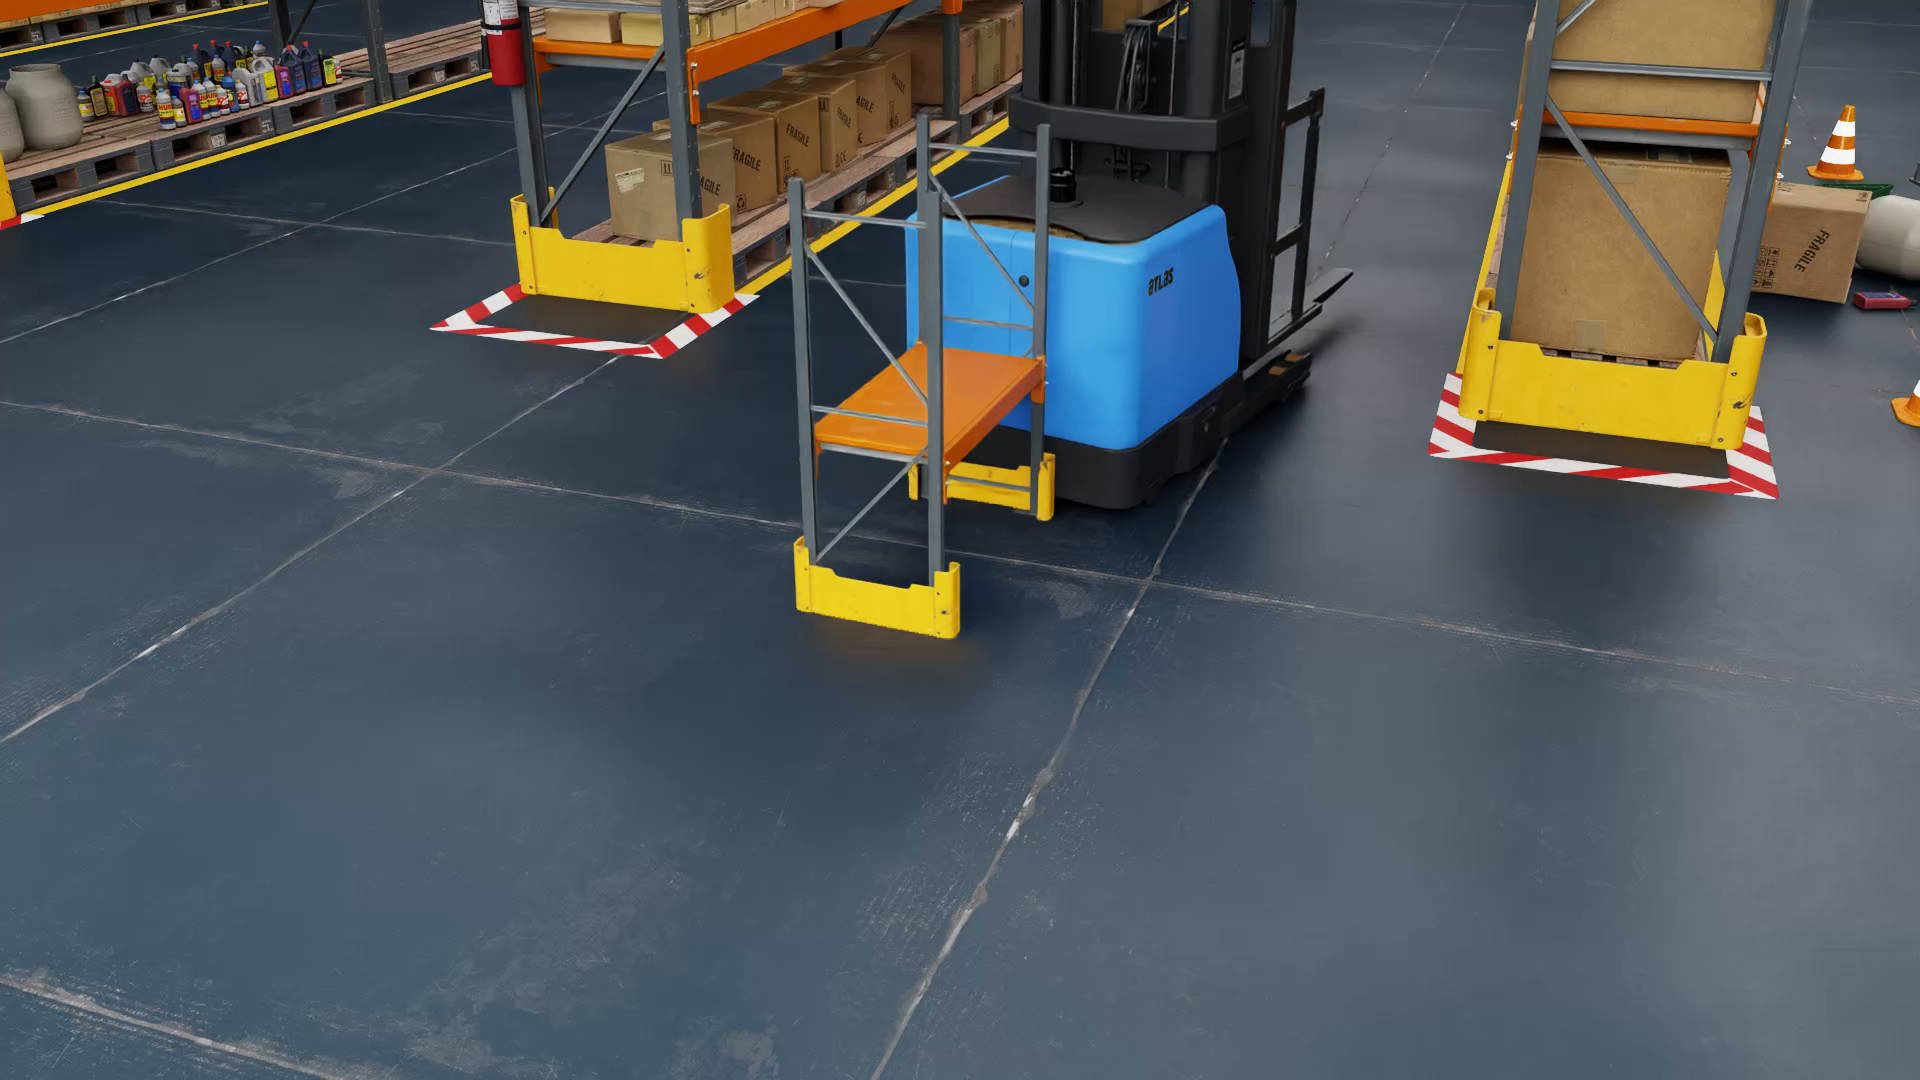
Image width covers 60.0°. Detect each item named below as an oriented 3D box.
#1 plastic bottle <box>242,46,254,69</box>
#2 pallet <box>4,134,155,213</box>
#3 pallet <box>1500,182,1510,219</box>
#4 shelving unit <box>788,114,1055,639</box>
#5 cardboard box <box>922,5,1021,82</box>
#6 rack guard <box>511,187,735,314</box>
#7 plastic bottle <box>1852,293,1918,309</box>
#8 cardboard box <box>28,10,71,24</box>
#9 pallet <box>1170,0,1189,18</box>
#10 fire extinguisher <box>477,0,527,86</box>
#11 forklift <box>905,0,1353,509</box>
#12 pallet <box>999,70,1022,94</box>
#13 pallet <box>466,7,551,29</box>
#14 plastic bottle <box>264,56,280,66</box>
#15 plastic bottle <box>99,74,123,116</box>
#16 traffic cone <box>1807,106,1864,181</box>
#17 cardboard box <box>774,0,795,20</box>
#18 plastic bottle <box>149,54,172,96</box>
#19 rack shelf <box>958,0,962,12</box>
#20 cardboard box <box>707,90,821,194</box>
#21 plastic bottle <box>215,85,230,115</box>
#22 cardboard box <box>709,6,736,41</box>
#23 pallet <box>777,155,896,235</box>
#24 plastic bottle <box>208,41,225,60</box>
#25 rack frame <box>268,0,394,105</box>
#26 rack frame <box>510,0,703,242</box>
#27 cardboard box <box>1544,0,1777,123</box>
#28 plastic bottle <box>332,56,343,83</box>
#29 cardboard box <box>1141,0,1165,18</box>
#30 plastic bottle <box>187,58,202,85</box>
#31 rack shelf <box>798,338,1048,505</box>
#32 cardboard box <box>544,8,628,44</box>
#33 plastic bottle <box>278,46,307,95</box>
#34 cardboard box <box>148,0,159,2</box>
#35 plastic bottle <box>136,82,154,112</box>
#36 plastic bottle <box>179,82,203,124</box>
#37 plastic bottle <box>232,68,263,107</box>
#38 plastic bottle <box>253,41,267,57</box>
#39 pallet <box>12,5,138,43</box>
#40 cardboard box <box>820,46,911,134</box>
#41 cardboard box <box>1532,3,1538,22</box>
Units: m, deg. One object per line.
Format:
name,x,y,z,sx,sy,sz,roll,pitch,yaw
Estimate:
plastic bottle,-5.665,-3.768,13.201,0.061,0.283,0.133,9,27,17
pallet,-6.239,-2.484,11.138,1.003,0.211,1.213,9,27,17
pallet,3.823,-1.976,10.089,1.003,0.211,1.213,9,27,17
shelving unit,-0.101,-0.605,5.778,0.587,1.500,1.083,10,27,19
cardboard box,0.093,-4.039,13.513,0.700,0.500,0.500,6,27,13
rack guard,-1.799,-1.556,8.889,1.175,0.500,0.348,9,27,17
plastic bottle,4.893,-1.264,8.790,0.283,0.061,0.133,0,26,-1
cardboard box,-9.125,-5.236,16.295,0.500,0.250,0.500,8,27,16
pallet,1.983,-5.998,18.395,1.003,0.211,1.213,9,27,17
fire extinguisher,-2.297,-2.634,8.338,0.296,0.674,0.183,9,27,17
forklift,0.969,-2.035,7.091,1.130,2.935,3.031,15,30,28
pallet,0.168,-3.861,13.983,1.003,0.211,1.213,9,27,17
pallet,-4.128,-5.087,16.515,1.003,0.211,1.213,9,27,17
plastic bottle,-5.319,-3.609,12.883,0.152,0.276,0.135,9,27,17
plastic bottle,-6.188,-3.258,12.157,0.152,0.276,0.135,9,27,18
traffic cone,6.020,-2.723,11.342,0.336,0.463,0.334,9,27,17
cardboard box,-1.153,-3.027,9.348,0.380,0.149,0.250,9,27,17
plastic bottle,-6.028,-3.493,12.558,0.144,0.351,0.185,9,27,17
rack shelf,0.172,-4.791,13.529,1.077,0.370,4.000,9,27,17
cardboard box,-1.208,-2.473,10.301,0.500,0.500,0.500,11,28,22
plastic bottle,-5.418,-3.229,12.183,0.097,0.201,0.097,0,26,0
cardboard box,-1.404,-2.719,8.712,0.380,0.149,0.250,9,27,17
pallet,-1.088,-2.254,10.663,1.003,0.211,1.213,9,27,17
plastic bottle,-5.824,-3.746,13.079,0.144,0.351,0.185,10,27,19
rack frame,-5.164,-5.011,13.158,1.000,3.000,0.127,9,27,17
rack frame,-1.825,-2.649,8.280,1.000,3.000,0.127,9,27,17
cardboard box,2.900,-2.115,7.004,0.875,0.550,0.550,9,27,17
plastic bottle,-4.991,-3.756,13.271,0.097,0.201,0.097,0,26,0
cardboard box,1.391,-5.815,16.775,1.225,0.875,0.875,9,27,18
plastic bottle,-5.901,-3.567,12.800,0.097,0.271,0.097,0,26,0
rack shelf,-0.104,-0.439,5.849,0.538,0.185,1.000,10,27,19
cardboard box,-1.924,-2.683,8.638,0.380,0.149,0.250,9,27,17
plastic bottle,-5.171,-3.632,12.844,0.144,0.351,0.185,7,27,15
cardboard box,-8.616,-5.863,17.590,0.500,0.250,0.500,8,27,17
plastic bottle,-6.018,-3.271,12.269,0.097,0.201,0.097,0,26,0
plastic bottle,-5.506,-3.133,11.892,0.061,0.283,0.133,9,27,18
plastic bottle,-5.336,-3.399,12.449,0.152,0.276,0.135,9,27,18
plastic bottle,-5.684,-3.914,13.518,0.097,0.271,0.097,0,26,0
pallet,-9.221,-5.288,16.929,1.003,0.211,1.213,9,27,17
cardboard box,-0.664,-3.199,11.801,0.500,0.500,0.500,8,27,16
cardboard box,4.596,-3.373,11.874,1.050,0.750,0.750,9,27,17
